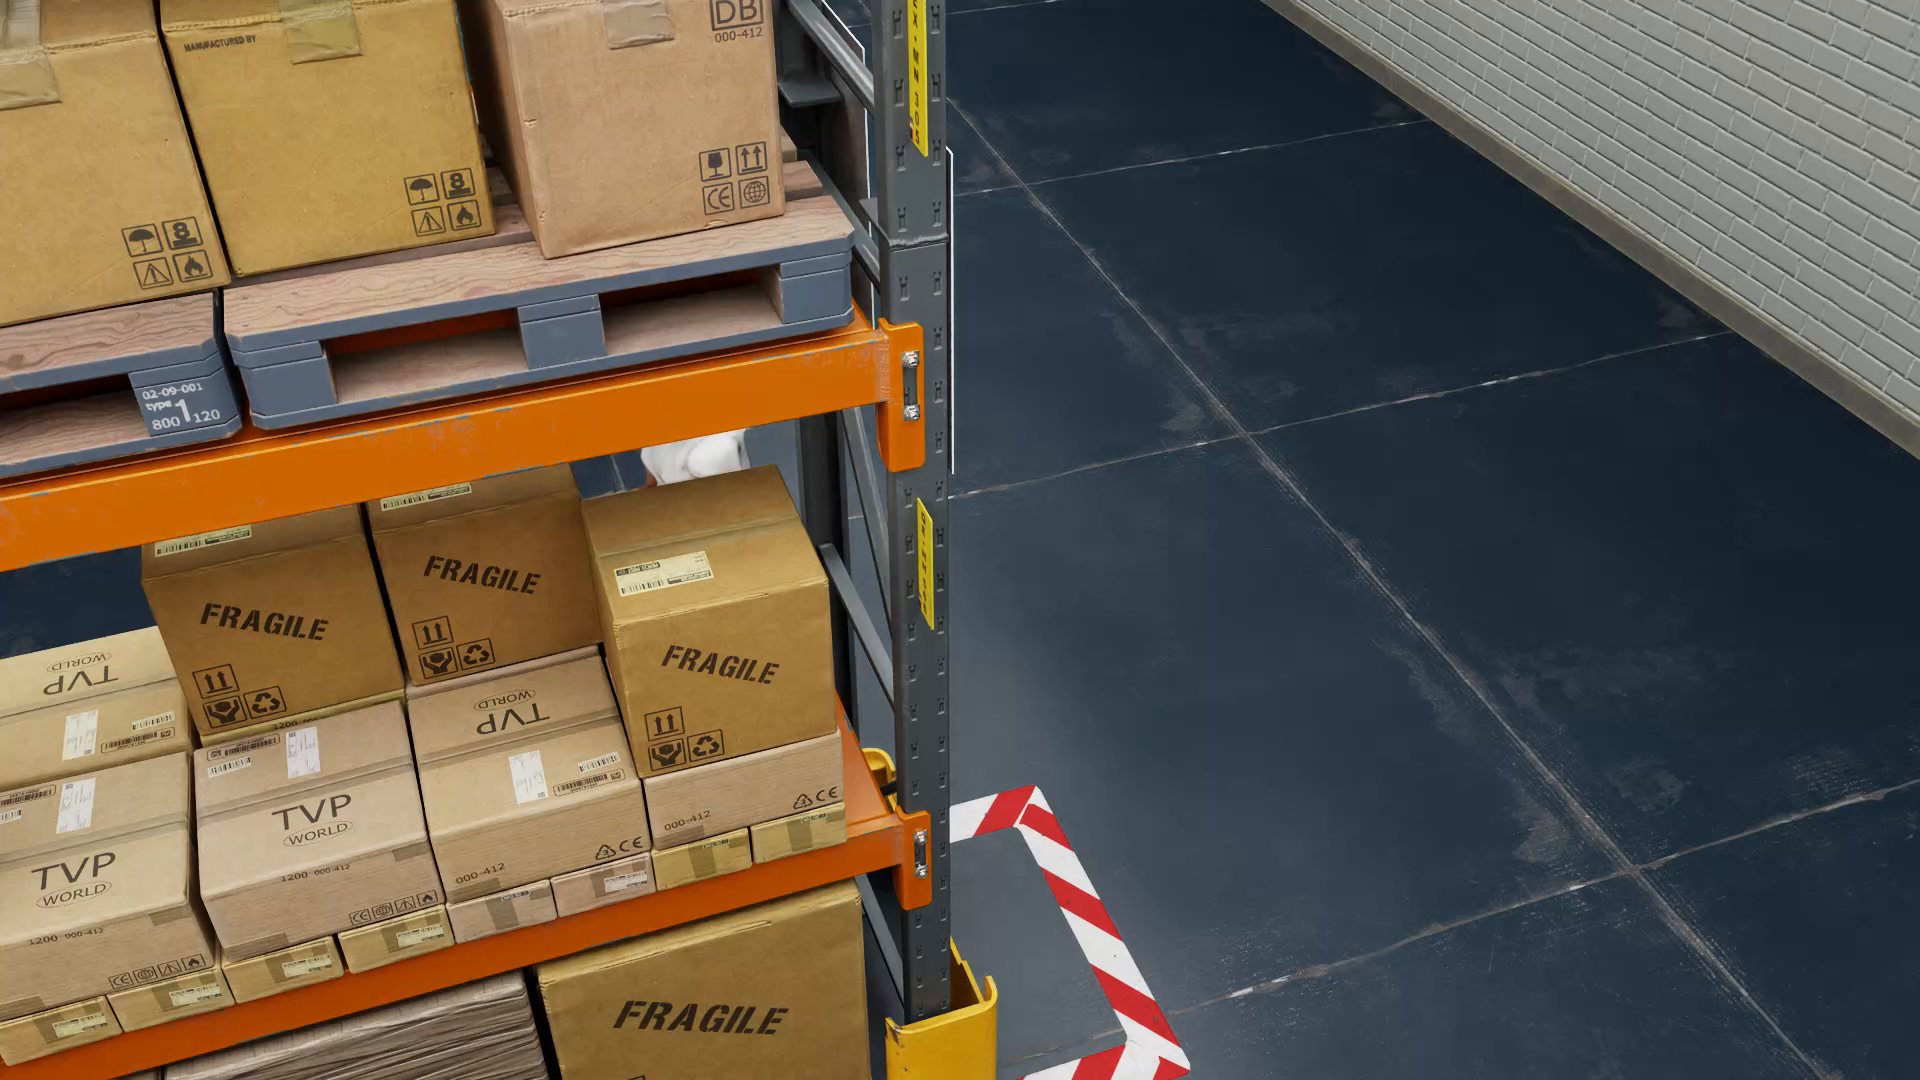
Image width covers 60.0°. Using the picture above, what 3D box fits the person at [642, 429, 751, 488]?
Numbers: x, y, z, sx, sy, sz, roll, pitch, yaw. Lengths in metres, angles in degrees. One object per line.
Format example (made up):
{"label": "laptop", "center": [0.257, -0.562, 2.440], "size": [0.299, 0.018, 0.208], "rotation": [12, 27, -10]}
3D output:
{"label": "person", "center": [-0.984, -0.001, 6.137], "size": [0.452, 1.761, 0.609], "rotation": [-25, 44, -29]}
